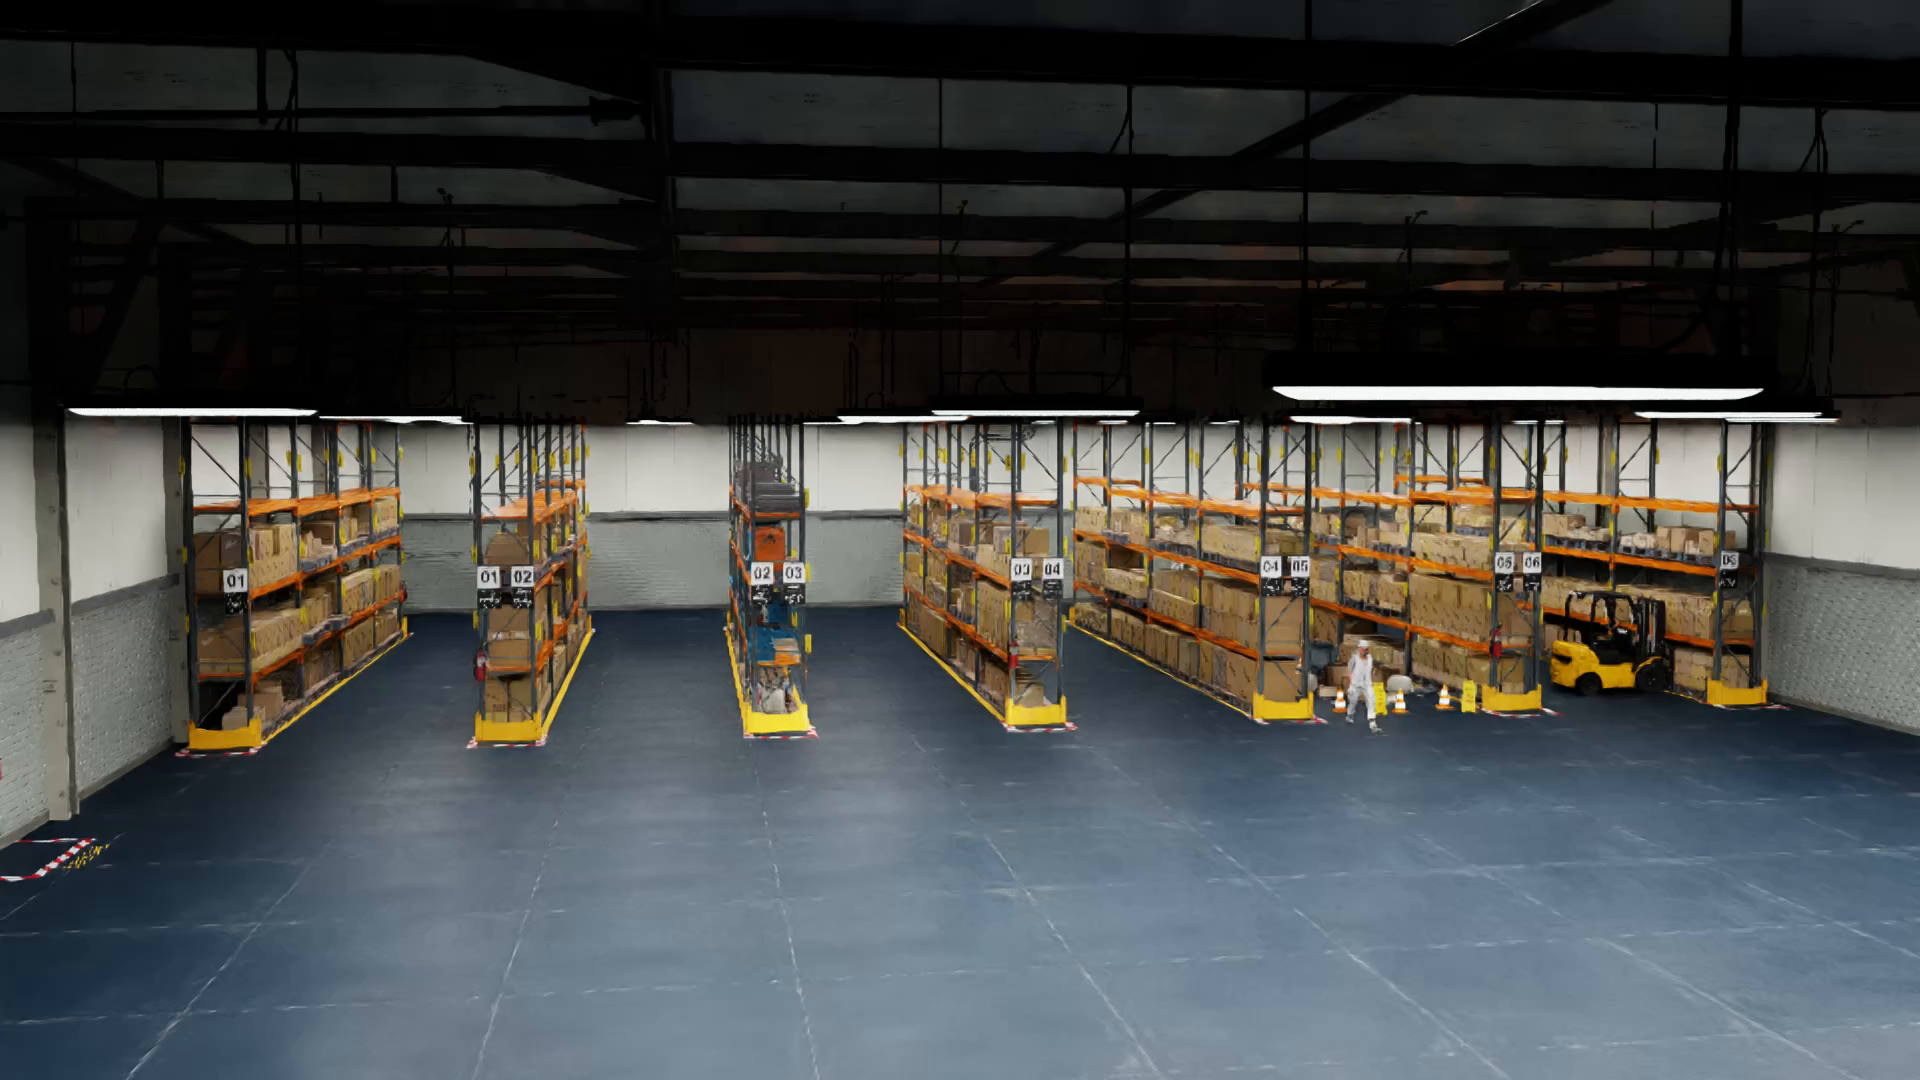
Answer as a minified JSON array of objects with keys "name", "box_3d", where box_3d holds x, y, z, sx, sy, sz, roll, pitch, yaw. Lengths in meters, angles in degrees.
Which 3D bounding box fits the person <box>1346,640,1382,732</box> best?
[{"name":"person","box_3d":[7.571,2.724,31.312,0.553,1.709,1.123,0,4,-7]}]

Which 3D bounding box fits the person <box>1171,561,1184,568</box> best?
[{"name":"person","box_3d":[7.090,1.243,53.774,0.527,1.666,0.539,2,4,27]}]
